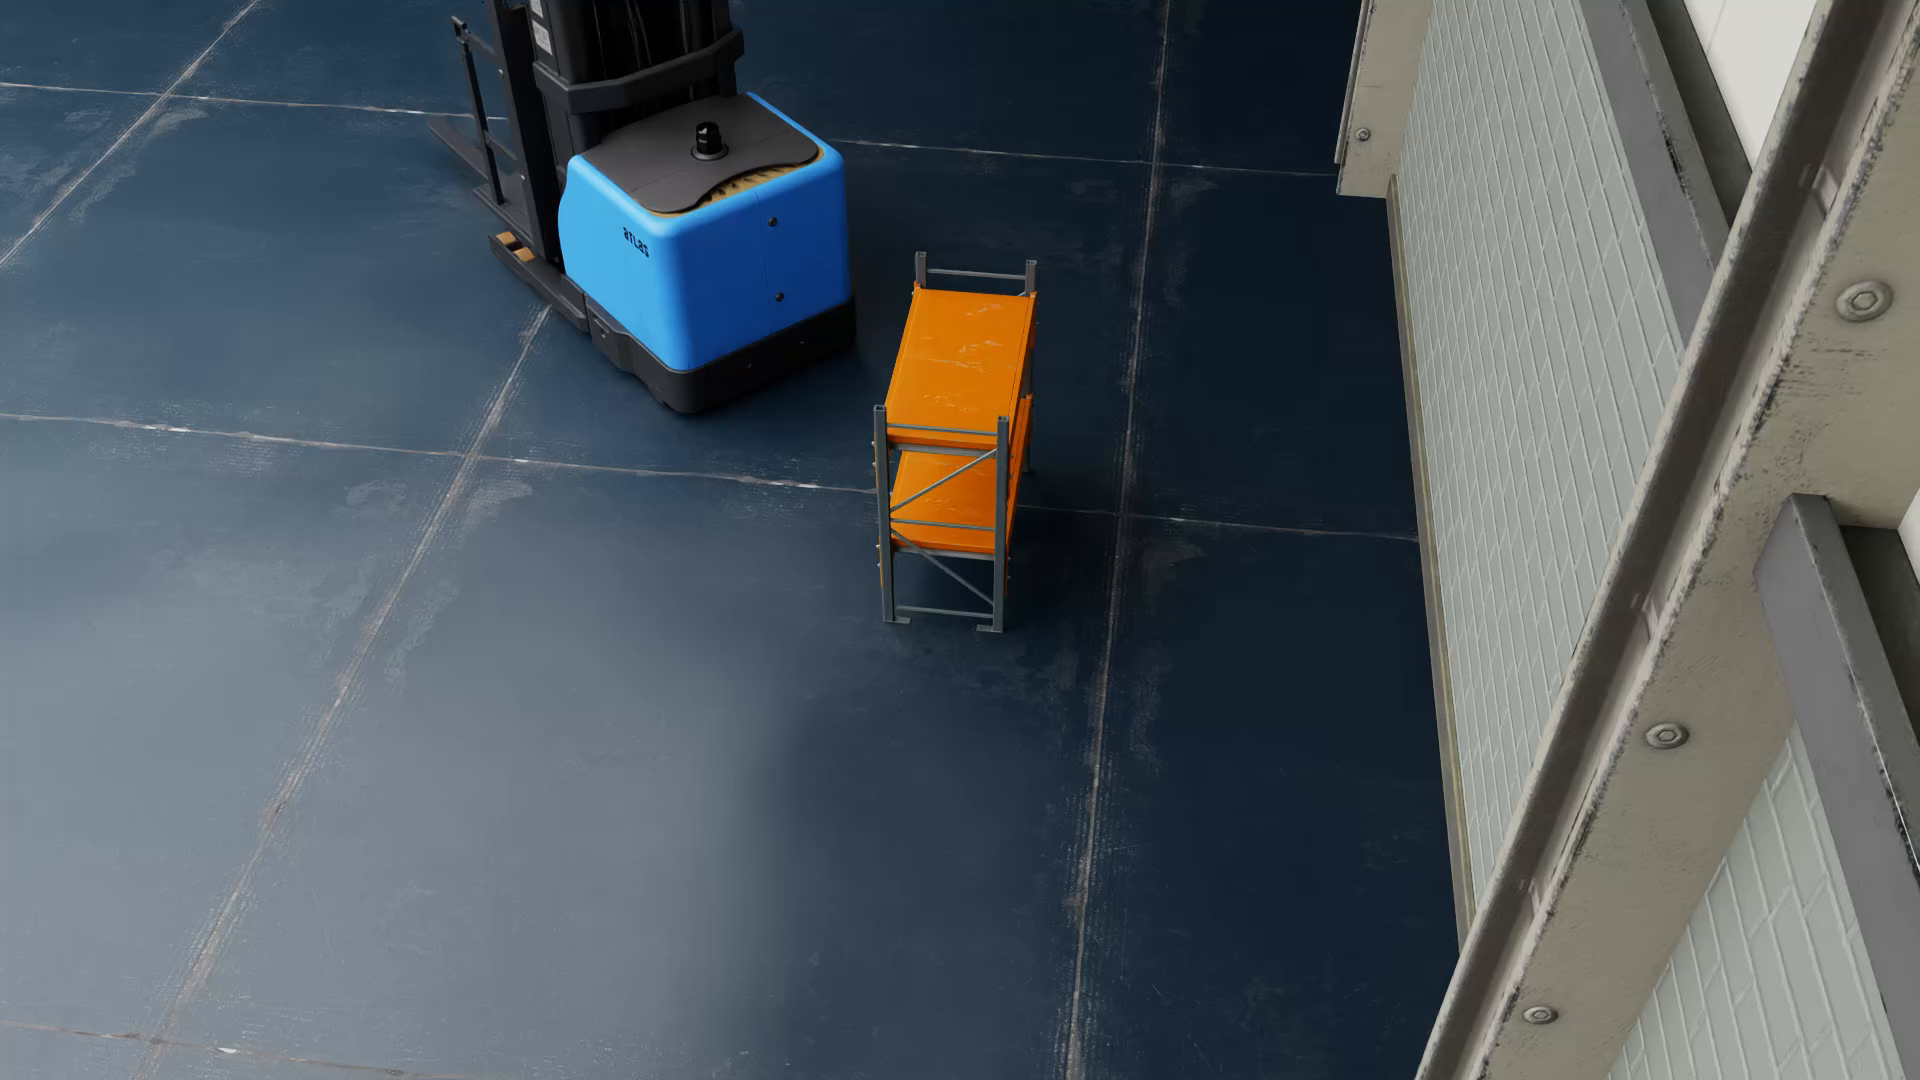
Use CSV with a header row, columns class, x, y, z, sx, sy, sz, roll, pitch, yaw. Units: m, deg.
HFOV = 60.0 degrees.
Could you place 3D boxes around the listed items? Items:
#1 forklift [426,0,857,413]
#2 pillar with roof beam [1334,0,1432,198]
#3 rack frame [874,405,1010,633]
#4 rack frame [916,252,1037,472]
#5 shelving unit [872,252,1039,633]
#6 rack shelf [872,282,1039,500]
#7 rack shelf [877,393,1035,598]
class,x,y,z,sx,sy,sz,roll,pitch,yaw
forklift,-1.823,-2.612,7.877,1.130,2.935,3.031,-29,50,-27
pillar with roof beam,-1.984,-5.709,6.735,9.100,9.000,0.400,5,44,6
rack frame,-0.068,-0.057,6.492,0.500,1.125,0.032,5,44,6
rack frame,0.066,-0.750,7.224,0.500,1.125,0.032,5,44,6
shelving unit,-0.001,-0.404,6.858,0.538,1.125,1.048,5,44,6
rack shelf,-0.001,-0.616,6.657,0.538,0.278,1.000,5,44,6
rack shelf,-0.001,-0.226,7.026,0.538,0.278,1.000,5,44,6
